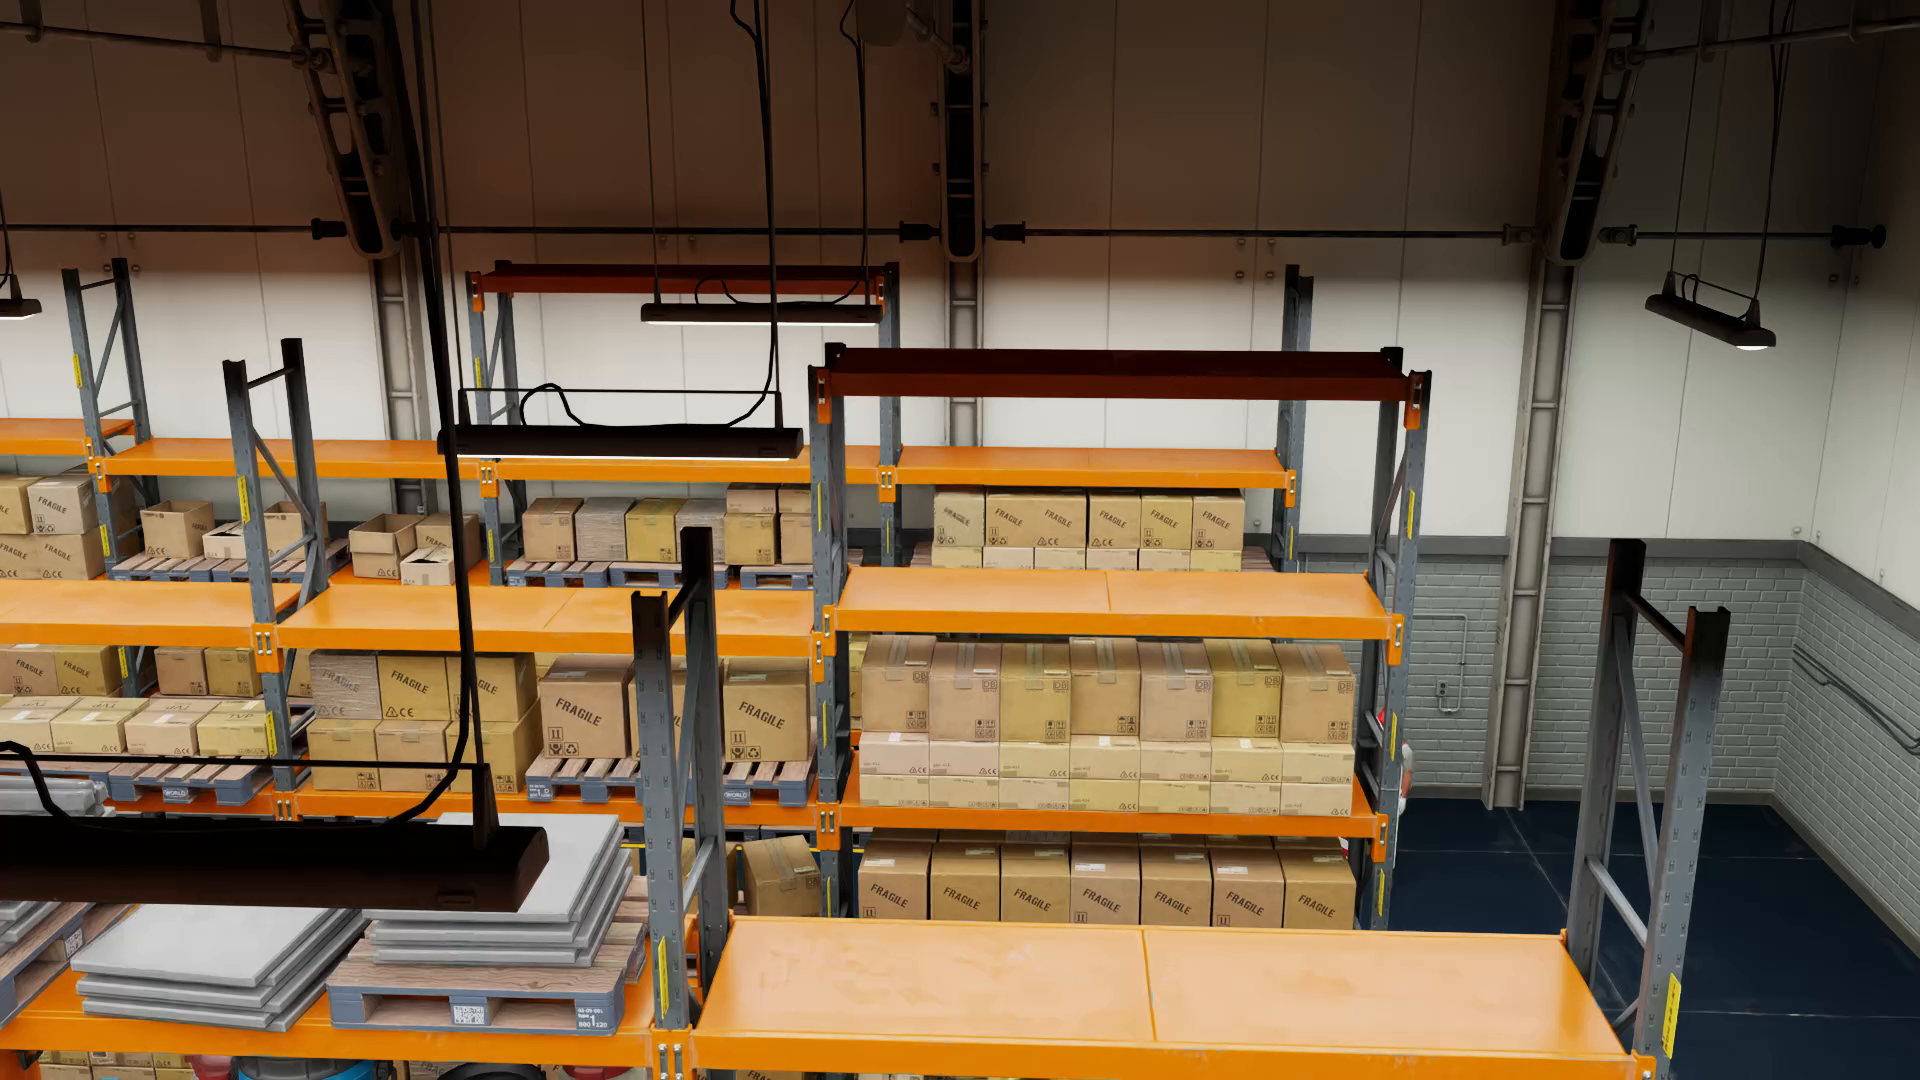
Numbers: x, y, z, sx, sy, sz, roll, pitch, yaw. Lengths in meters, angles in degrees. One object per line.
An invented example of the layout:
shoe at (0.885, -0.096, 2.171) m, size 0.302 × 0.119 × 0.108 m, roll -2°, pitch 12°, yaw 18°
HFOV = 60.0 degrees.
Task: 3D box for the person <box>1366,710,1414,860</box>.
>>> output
person at (4.188, 2.544, 16.643) m, size 0.626 × 1.768 × 0.616 m, roll 9°, pitch 18°, yaw 27°
